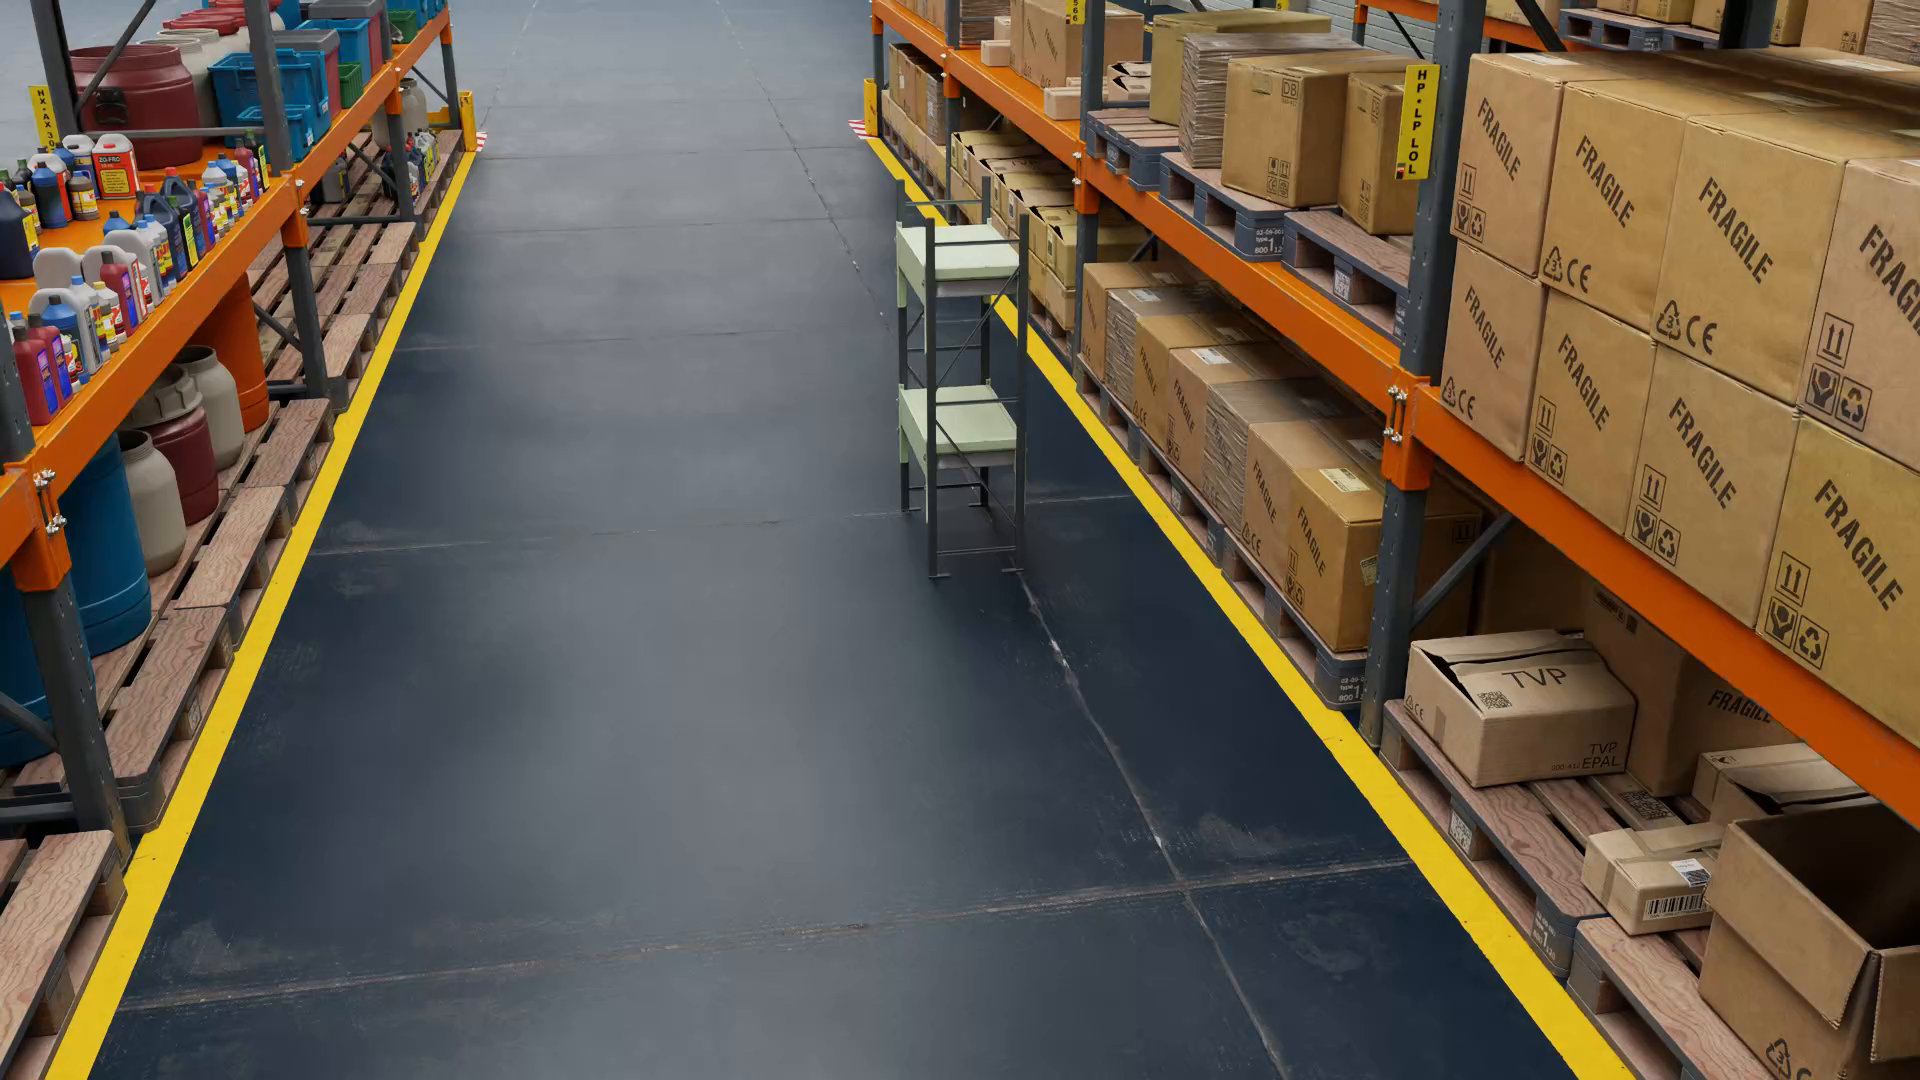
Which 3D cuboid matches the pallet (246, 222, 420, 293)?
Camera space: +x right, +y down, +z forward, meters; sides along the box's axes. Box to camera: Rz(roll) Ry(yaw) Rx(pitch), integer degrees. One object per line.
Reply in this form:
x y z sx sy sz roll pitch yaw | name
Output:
-4.292 -1.921 11.384 1.003 0.211 1.213 -4 24 -10 | pallet

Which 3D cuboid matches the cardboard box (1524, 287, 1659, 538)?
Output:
1.797 -0.347 4.172 0.500 0.500 0.500 -4 24 -9 | cardboard box

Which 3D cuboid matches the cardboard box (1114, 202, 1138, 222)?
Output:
1.219 -1.919 10.107 0.500 0.311 0.500 -5 24 -11 | cardboard box

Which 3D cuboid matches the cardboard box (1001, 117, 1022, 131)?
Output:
0.615 -3.351 13.149 0.500 0.500 0.500 -4 24 -10 | cardboard box

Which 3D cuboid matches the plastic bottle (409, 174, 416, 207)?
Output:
-4.103 -2.614 12.346 0.097 0.271 0.097 0 24 0 | plastic bottle

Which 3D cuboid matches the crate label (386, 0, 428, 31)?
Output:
-4.609 -4.390 13.510 0.502 0.435 0.616 -4 24 -10 | crate label

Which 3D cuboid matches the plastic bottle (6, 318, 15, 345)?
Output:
-2.750 -0.513 4.740 0.144 0.351 0.185 -4 24 -10 | plastic bottle

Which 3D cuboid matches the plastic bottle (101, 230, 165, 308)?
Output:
-2.921 -0.967 5.870 0.152 0.276 0.135 -4 24 -10 | plastic bottle

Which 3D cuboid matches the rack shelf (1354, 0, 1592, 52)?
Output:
4.891 -4.695 15.150 1.077 0.370 4.000 -4 24 -10 | rack shelf

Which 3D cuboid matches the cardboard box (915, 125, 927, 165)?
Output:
-0.097 -3.361 14.109 0.500 0.250 0.500 -4 24 -10 | cardboard box

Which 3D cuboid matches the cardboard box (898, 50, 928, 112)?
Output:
-0.266 -4.099 14.862 0.500 0.500 0.500 -4 24 -10 | cardboard box

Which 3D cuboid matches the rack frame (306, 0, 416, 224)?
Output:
-4.475 -3.504 11.526 1.000 3.000 0.127 -4 24 -10 | rack frame

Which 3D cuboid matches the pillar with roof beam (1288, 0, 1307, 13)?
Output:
0.161 -10.390 19.797 9.100 9.000 0.400 -4 24 -10 | pillar with roof beam

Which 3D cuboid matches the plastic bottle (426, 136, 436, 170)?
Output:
-4.399 -3.186 13.649 0.152 0.276 0.135 -5 24 -11 | plastic bottle

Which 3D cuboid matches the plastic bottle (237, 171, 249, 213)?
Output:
-3.178 -1.537 7.269 0.097 0.201 0.097 0 24 0 | plastic bottle

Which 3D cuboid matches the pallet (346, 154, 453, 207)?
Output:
-4.787 -2.975 13.797 1.003 0.211 1.213 -4 24 -10 | pallet

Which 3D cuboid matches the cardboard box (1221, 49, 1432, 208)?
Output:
1.485 -1.651 6.634 0.700 0.500 0.500 -11 26 -23 | cardboard box

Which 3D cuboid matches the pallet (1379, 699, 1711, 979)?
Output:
1.999 0.825 5.097 1.003 0.211 1.213 -4 24 -10 | pallet

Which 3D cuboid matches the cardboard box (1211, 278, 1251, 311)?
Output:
1.551 -1.324 8.169 0.500 0.250 0.500 -3 24 -8 | cardboard box

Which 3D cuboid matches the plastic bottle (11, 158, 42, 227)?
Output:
-3.908 -1.445 6.958 0.061 0.283 0.133 -4 24 -10 | plastic bottle

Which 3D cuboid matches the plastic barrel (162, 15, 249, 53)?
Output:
-4.298 -2.715 9.550 0.433 0.535 0.433 0 24 0 | plastic barrel

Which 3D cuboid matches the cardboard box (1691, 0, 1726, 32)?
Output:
5.570 -3.805 11.541 0.700 0.500 0.500 -1 24 -2 | cardboard box

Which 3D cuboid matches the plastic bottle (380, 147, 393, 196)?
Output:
-4.358 -2.830 12.741 0.144 0.351 0.185 -4 24 -10 | plastic bottle

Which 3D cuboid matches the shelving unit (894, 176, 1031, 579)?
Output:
-0.001 -0.690 6.956 0.431 1.500 0.755 -4 24 -10 | shelving unit

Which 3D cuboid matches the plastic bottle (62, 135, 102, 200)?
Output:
-3.973 -1.680 7.504 0.152 0.276 0.135 -4 24 -10 | plastic bottle

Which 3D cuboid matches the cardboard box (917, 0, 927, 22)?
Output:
0.016 -4.695 14.128 0.700 0.500 0.500 -4 24 -8 | cardboard box

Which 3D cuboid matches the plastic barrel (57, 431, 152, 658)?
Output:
-3.211 -0.082 5.788 0.600 0.901 0.708 -4 24 -10 | plastic barrel

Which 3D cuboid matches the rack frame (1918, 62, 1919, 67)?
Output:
6.001 -2.664 9.603 1.000 3.000 0.127 -4 24 -10 | rack frame

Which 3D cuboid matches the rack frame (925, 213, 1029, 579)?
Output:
0.066 -0.546 6.626 0.400 1.500 0.023 -4 24 -10 | rack frame

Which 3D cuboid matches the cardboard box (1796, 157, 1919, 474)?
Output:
1.970 -0.413 3.073 0.500 0.500 0.500 -4 24 -8 | cardboard box

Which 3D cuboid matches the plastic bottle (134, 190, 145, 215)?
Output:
-3.138 -1.217 6.435 0.061 0.283 0.133 -4 24 -10 | plastic bottle

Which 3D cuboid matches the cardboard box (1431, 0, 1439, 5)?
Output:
4.589 -4.933 14.960 0.500 0.250 0.500 -4 24 -9 | cardboard box

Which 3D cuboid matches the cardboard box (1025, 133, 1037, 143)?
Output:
0.750 -2.921 12.400 0.500 0.311 0.500 -4 24 -10 | cardboard box

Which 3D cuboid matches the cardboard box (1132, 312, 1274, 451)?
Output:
1.126 -0.749 7.791 0.500 0.500 0.500 -5 24 -10 | cardboard box

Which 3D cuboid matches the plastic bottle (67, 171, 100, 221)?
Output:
-3.769 -1.481 7.140 0.097 0.201 0.097 0 24 0 | plastic bottle

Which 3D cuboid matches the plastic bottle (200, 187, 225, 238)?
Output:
-3.087 -1.345 6.831 0.097 0.201 0.097 0 24 0 | plastic bottle

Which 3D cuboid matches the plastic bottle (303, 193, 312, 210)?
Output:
-4.849 -2.543 12.272 0.097 0.201 0.097 0 24 0 | plastic bottle

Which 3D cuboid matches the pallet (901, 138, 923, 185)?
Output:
0.058 -3.389 14.745 1.003 0.211 1.213 -4 24 -10 | pallet

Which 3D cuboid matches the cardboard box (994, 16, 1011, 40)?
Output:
0.527 -3.610 11.956 0.500 0.250 0.500 -3 24 -6 | cardboard box

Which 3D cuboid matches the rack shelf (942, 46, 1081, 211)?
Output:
0.763 -2.753 10.705 1.077 0.370 4.000 -4 24 -10 | rack shelf

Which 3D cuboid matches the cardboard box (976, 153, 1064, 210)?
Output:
0.409 -2.477 11.384 0.500 0.311 0.500 -5 24 -11 | cardboard box

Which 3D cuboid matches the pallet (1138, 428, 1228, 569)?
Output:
1.456 -0.243 7.543 1.003 0.211 1.213 -4 24 -10 | pallet

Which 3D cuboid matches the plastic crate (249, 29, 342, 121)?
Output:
-3.734 -2.619 9.418 0.402 0.464 0.583 -4 24 -10 | plastic crate

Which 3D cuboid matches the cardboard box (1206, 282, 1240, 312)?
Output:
1.537 -1.002 8.370 0.500 0.500 0.500 -3 24 -8 | cardboard box

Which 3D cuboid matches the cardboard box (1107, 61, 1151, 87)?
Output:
1.158 -2.622 9.616 0.500 0.311 0.500 -5 24 -10 | cardboard box

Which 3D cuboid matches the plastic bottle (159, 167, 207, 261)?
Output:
-3.042 -1.266 6.462 0.144 0.351 0.185 -4 24 -10 | plastic bottle

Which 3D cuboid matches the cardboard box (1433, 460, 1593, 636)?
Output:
2.023 0.013 6.047 0.500 0.500 0.500 -5 24 -12 | cardboard box

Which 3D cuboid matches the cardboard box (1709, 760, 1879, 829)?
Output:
2.395 0.806 4.467 0.500 0.311 0.500 -4 24 -10 | cardboard box

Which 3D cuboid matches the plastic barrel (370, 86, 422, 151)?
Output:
-4.925 -3.680 14.511 0.421 0.512 0.421 0 24 0 | plastic barrel

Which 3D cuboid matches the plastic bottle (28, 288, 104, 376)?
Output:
-2.775 -0.655 5.157 0.152 0.276 0.135 -4 24 -10 | plastic bottle

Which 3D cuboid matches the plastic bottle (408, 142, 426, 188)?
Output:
-4.252 -2.915 12.936 0.144 0.351 0.185 -5 24 -12 | plastic bottle

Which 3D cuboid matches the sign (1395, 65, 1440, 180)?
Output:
1.328 -1.211 4.828 0.100 0.325 0.005 -4 24 -10 | sign

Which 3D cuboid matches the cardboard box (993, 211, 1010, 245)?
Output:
0.509 -2.020 11.038 0.500 0.250 0.500 -4 24 -9 | cardboard box
